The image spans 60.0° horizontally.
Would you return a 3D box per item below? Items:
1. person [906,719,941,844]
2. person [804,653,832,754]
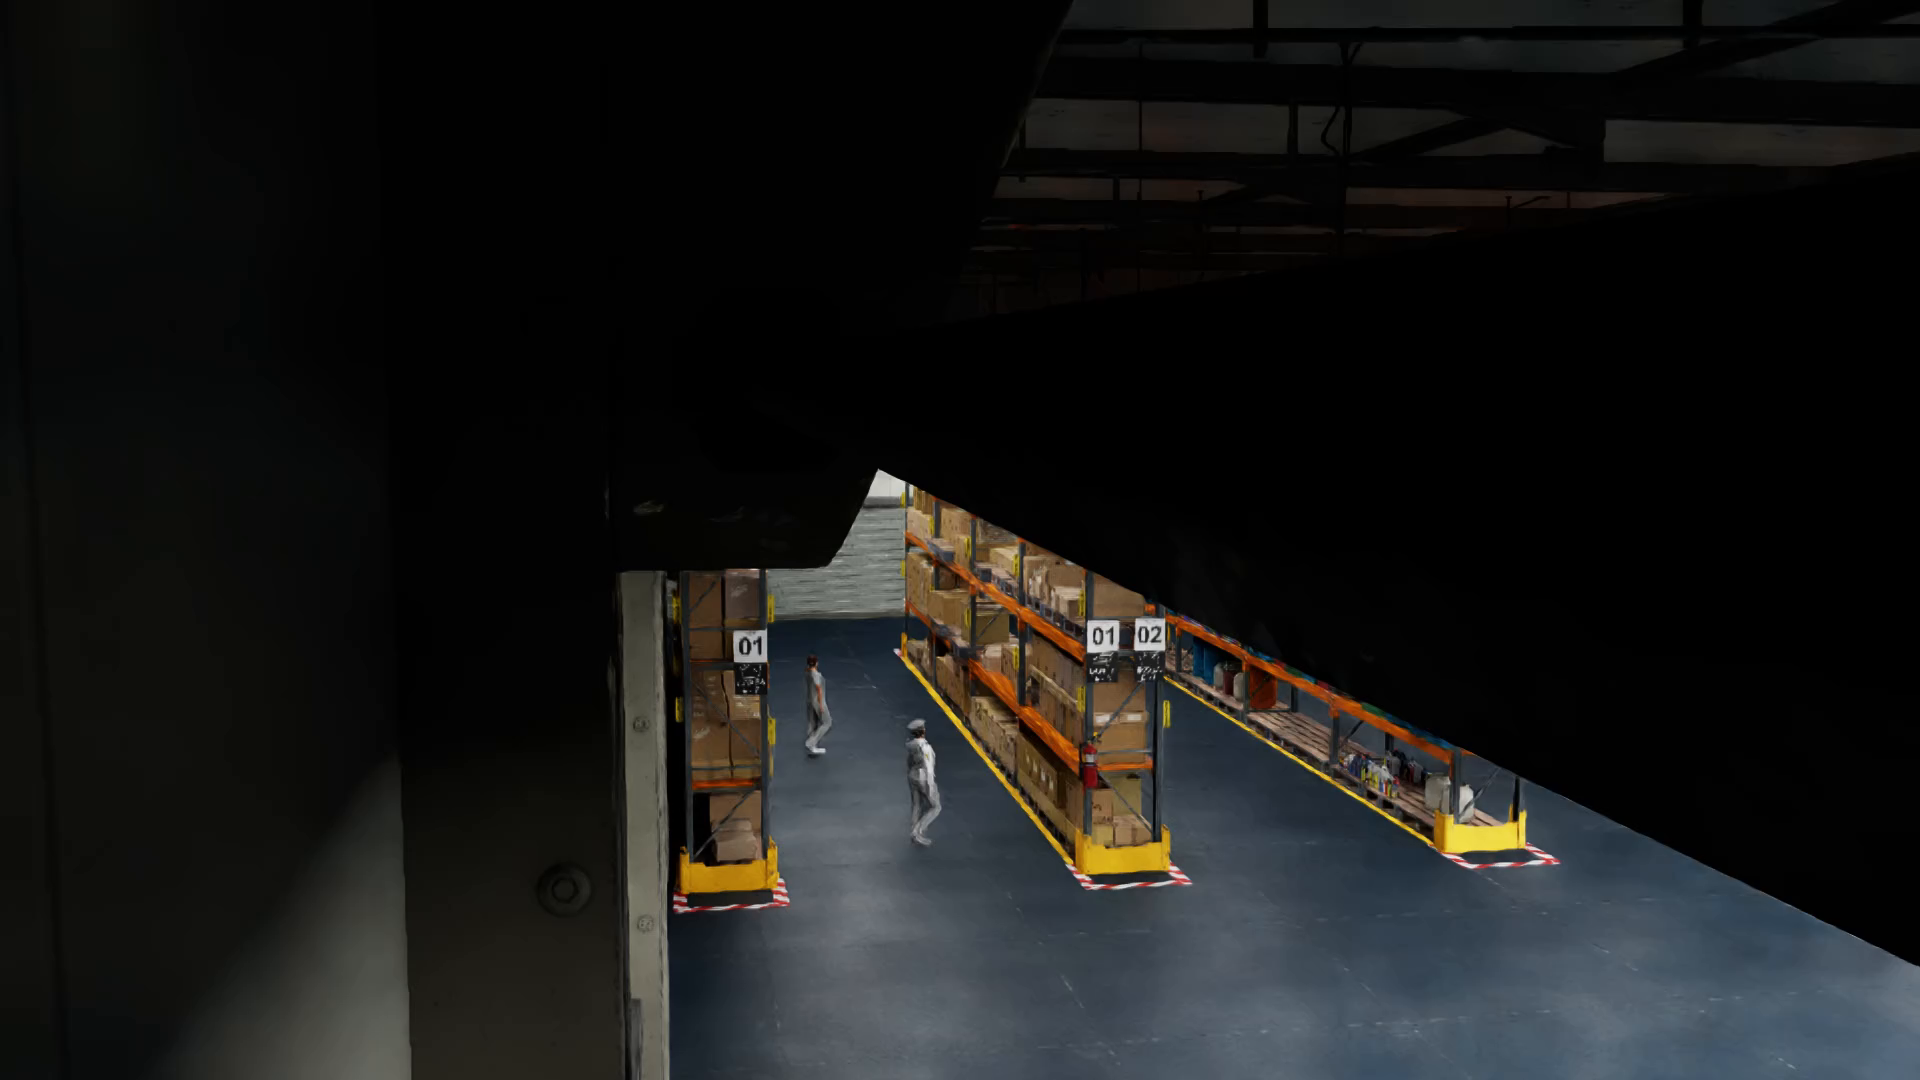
[{"bbox_3d":[-0.531,3.216,22.025,0.413,1.675,0.517,-5,8,-40],"label":"person"},{"bbox_3d":[-2.368,2.682,27.193,0.413,1.671,0.492,-4,7,-34],"label":"person"}]
